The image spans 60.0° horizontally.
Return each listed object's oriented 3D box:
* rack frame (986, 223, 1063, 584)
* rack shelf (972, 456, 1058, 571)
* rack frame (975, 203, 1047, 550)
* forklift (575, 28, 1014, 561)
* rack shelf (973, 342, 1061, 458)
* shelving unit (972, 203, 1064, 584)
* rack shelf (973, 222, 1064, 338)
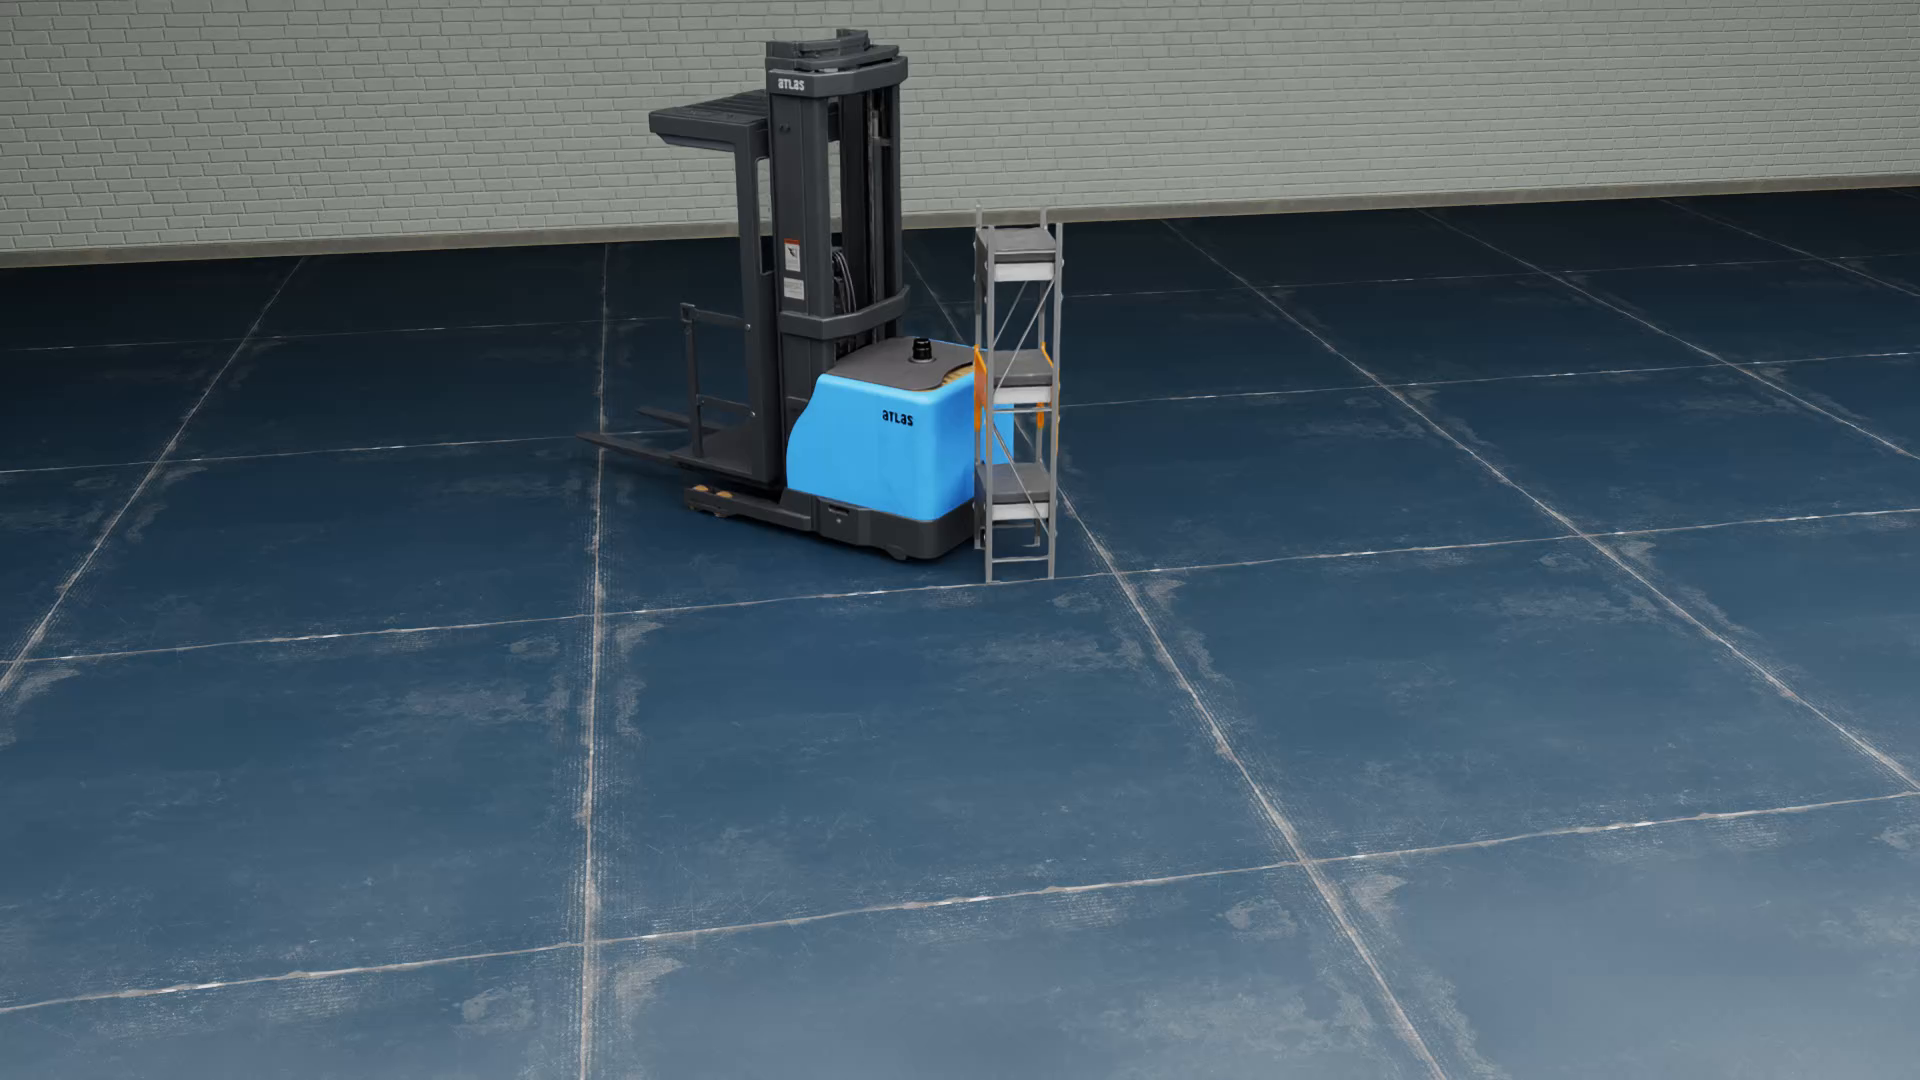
[{"bbox_3d":[0.349,-0.718,9.271,0.400,2.100,0.015,-3,24,-7],"label":"rack frame"},{"bbox_3d":[0.318,-0.161,9.779,0.431,0.518,0.480,-3,24,-7],"label":"rack shelf"},{"bbox_3d":[0.288,-0.912,9.715,0.400,2.100,0.015,-3,24,-7],"label":"rack frame"},{"bbox_3d":[-1.172,-1.648,10.361,3.031,2.935,1.130,14,27,29],"label":"forklift"},{"bbox_3d":[0.318,-0.803,9.498,0.431,0.518,0.480,-3,24,-7],"label":"rack shelf"},{"bbox_3d":[0.318,-0.815,9.493,0.431,2.100,0.503,-3,24,-7],"label":"shelving unit"},{"bbox_3d":[0.318,-1.444,9.218,0.431,0.518,0.480,-3,24,-7],"label":"rack shelf"}]
